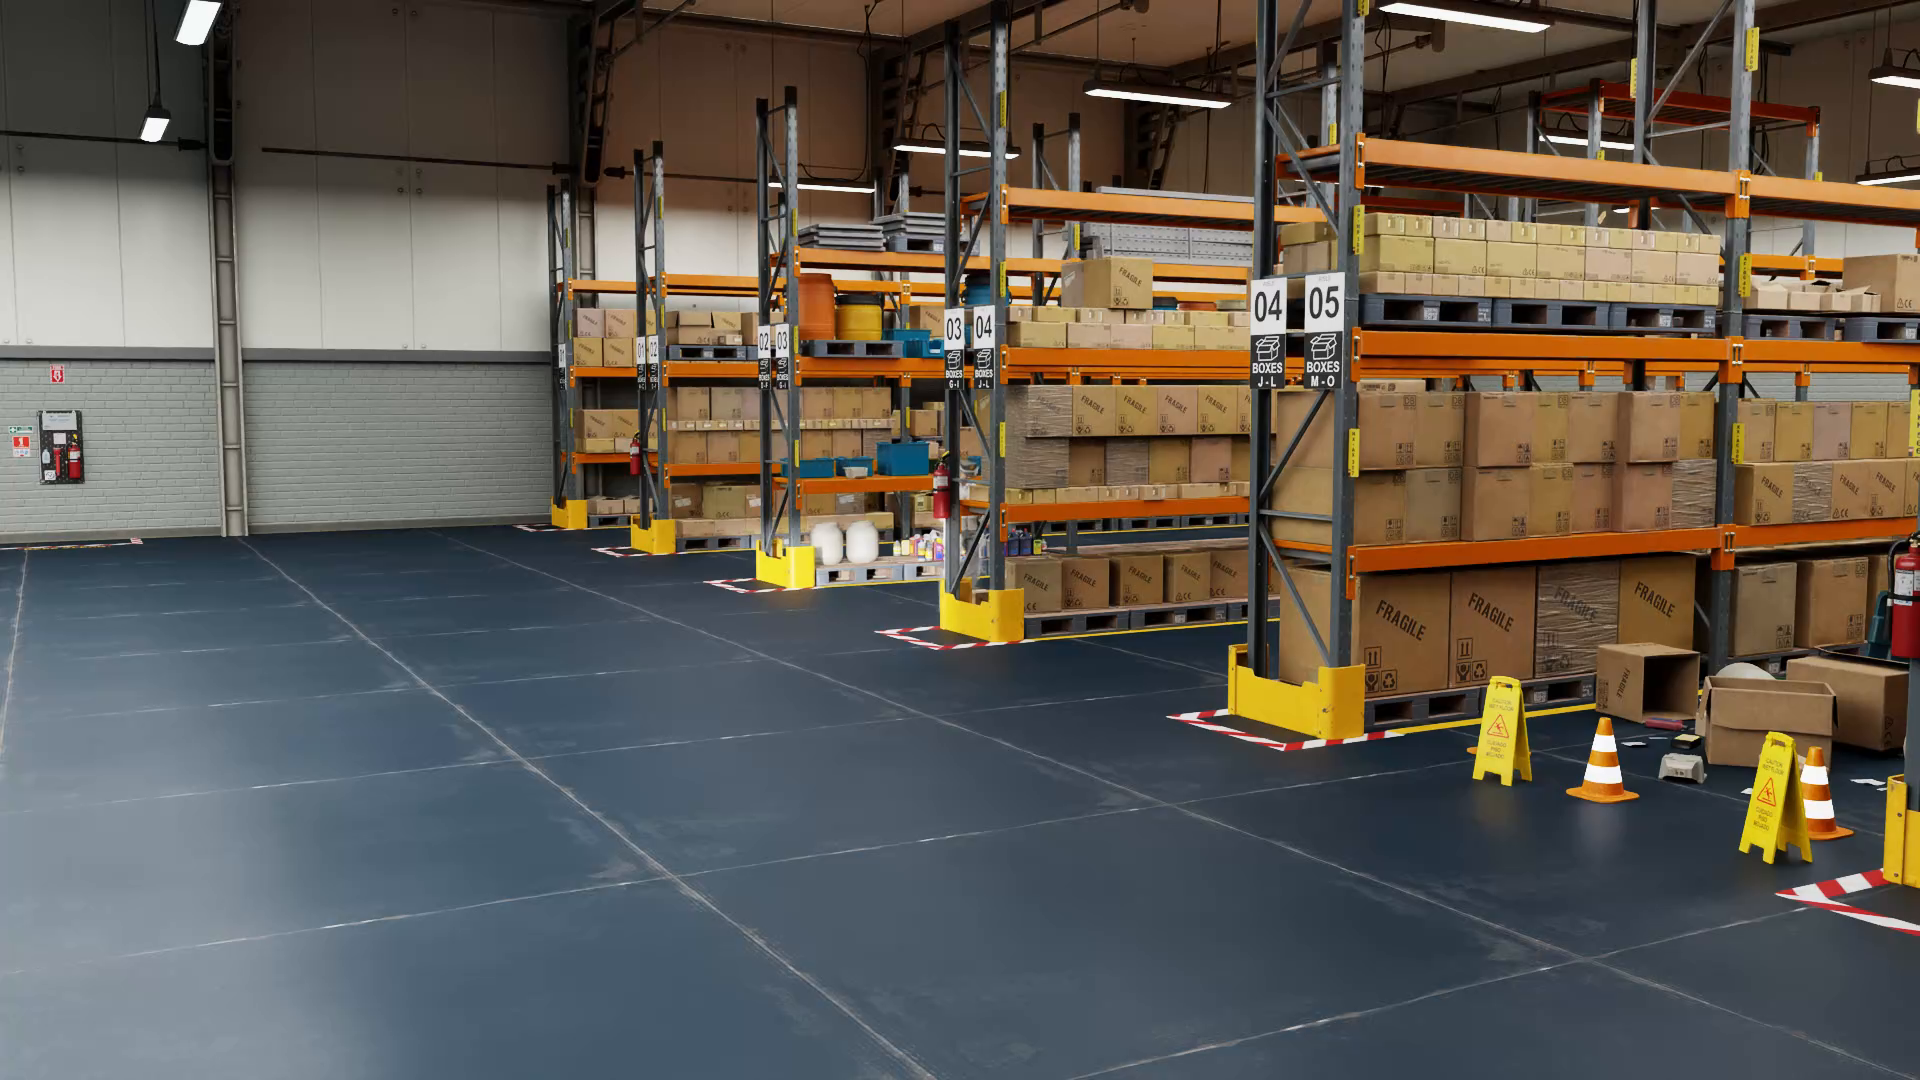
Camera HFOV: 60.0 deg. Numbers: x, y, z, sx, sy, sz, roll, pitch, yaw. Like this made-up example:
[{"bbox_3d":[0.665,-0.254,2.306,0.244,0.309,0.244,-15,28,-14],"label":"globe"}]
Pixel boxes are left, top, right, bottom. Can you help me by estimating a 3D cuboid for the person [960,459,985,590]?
[{"bbox_3d":[0.046,-0.053,18.188,0.479,1.656,0.352,-3,6,-28],"label":"person"}]
